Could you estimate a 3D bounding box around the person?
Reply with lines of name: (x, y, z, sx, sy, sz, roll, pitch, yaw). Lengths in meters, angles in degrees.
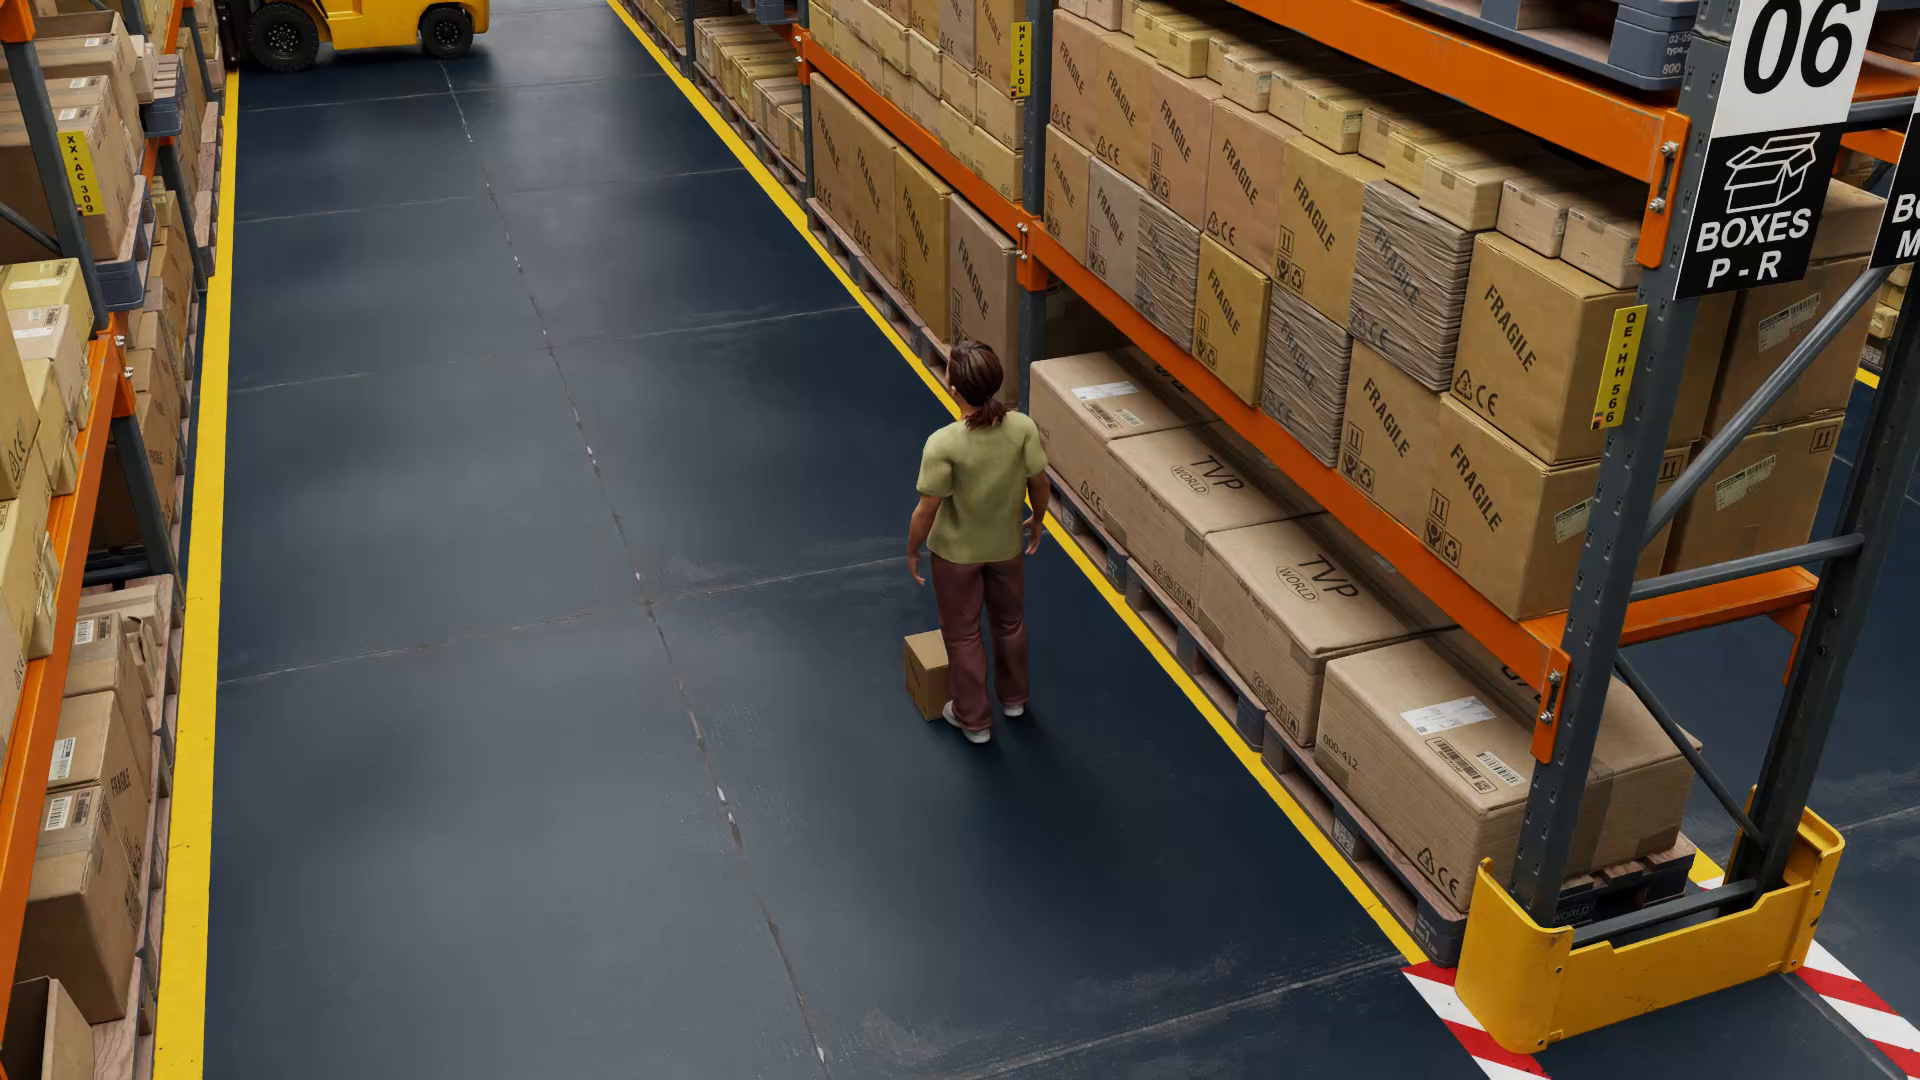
person: (0.045, 0.000, 6.112, 0.552, 1.674, 0.548, -11, 32, -18)
